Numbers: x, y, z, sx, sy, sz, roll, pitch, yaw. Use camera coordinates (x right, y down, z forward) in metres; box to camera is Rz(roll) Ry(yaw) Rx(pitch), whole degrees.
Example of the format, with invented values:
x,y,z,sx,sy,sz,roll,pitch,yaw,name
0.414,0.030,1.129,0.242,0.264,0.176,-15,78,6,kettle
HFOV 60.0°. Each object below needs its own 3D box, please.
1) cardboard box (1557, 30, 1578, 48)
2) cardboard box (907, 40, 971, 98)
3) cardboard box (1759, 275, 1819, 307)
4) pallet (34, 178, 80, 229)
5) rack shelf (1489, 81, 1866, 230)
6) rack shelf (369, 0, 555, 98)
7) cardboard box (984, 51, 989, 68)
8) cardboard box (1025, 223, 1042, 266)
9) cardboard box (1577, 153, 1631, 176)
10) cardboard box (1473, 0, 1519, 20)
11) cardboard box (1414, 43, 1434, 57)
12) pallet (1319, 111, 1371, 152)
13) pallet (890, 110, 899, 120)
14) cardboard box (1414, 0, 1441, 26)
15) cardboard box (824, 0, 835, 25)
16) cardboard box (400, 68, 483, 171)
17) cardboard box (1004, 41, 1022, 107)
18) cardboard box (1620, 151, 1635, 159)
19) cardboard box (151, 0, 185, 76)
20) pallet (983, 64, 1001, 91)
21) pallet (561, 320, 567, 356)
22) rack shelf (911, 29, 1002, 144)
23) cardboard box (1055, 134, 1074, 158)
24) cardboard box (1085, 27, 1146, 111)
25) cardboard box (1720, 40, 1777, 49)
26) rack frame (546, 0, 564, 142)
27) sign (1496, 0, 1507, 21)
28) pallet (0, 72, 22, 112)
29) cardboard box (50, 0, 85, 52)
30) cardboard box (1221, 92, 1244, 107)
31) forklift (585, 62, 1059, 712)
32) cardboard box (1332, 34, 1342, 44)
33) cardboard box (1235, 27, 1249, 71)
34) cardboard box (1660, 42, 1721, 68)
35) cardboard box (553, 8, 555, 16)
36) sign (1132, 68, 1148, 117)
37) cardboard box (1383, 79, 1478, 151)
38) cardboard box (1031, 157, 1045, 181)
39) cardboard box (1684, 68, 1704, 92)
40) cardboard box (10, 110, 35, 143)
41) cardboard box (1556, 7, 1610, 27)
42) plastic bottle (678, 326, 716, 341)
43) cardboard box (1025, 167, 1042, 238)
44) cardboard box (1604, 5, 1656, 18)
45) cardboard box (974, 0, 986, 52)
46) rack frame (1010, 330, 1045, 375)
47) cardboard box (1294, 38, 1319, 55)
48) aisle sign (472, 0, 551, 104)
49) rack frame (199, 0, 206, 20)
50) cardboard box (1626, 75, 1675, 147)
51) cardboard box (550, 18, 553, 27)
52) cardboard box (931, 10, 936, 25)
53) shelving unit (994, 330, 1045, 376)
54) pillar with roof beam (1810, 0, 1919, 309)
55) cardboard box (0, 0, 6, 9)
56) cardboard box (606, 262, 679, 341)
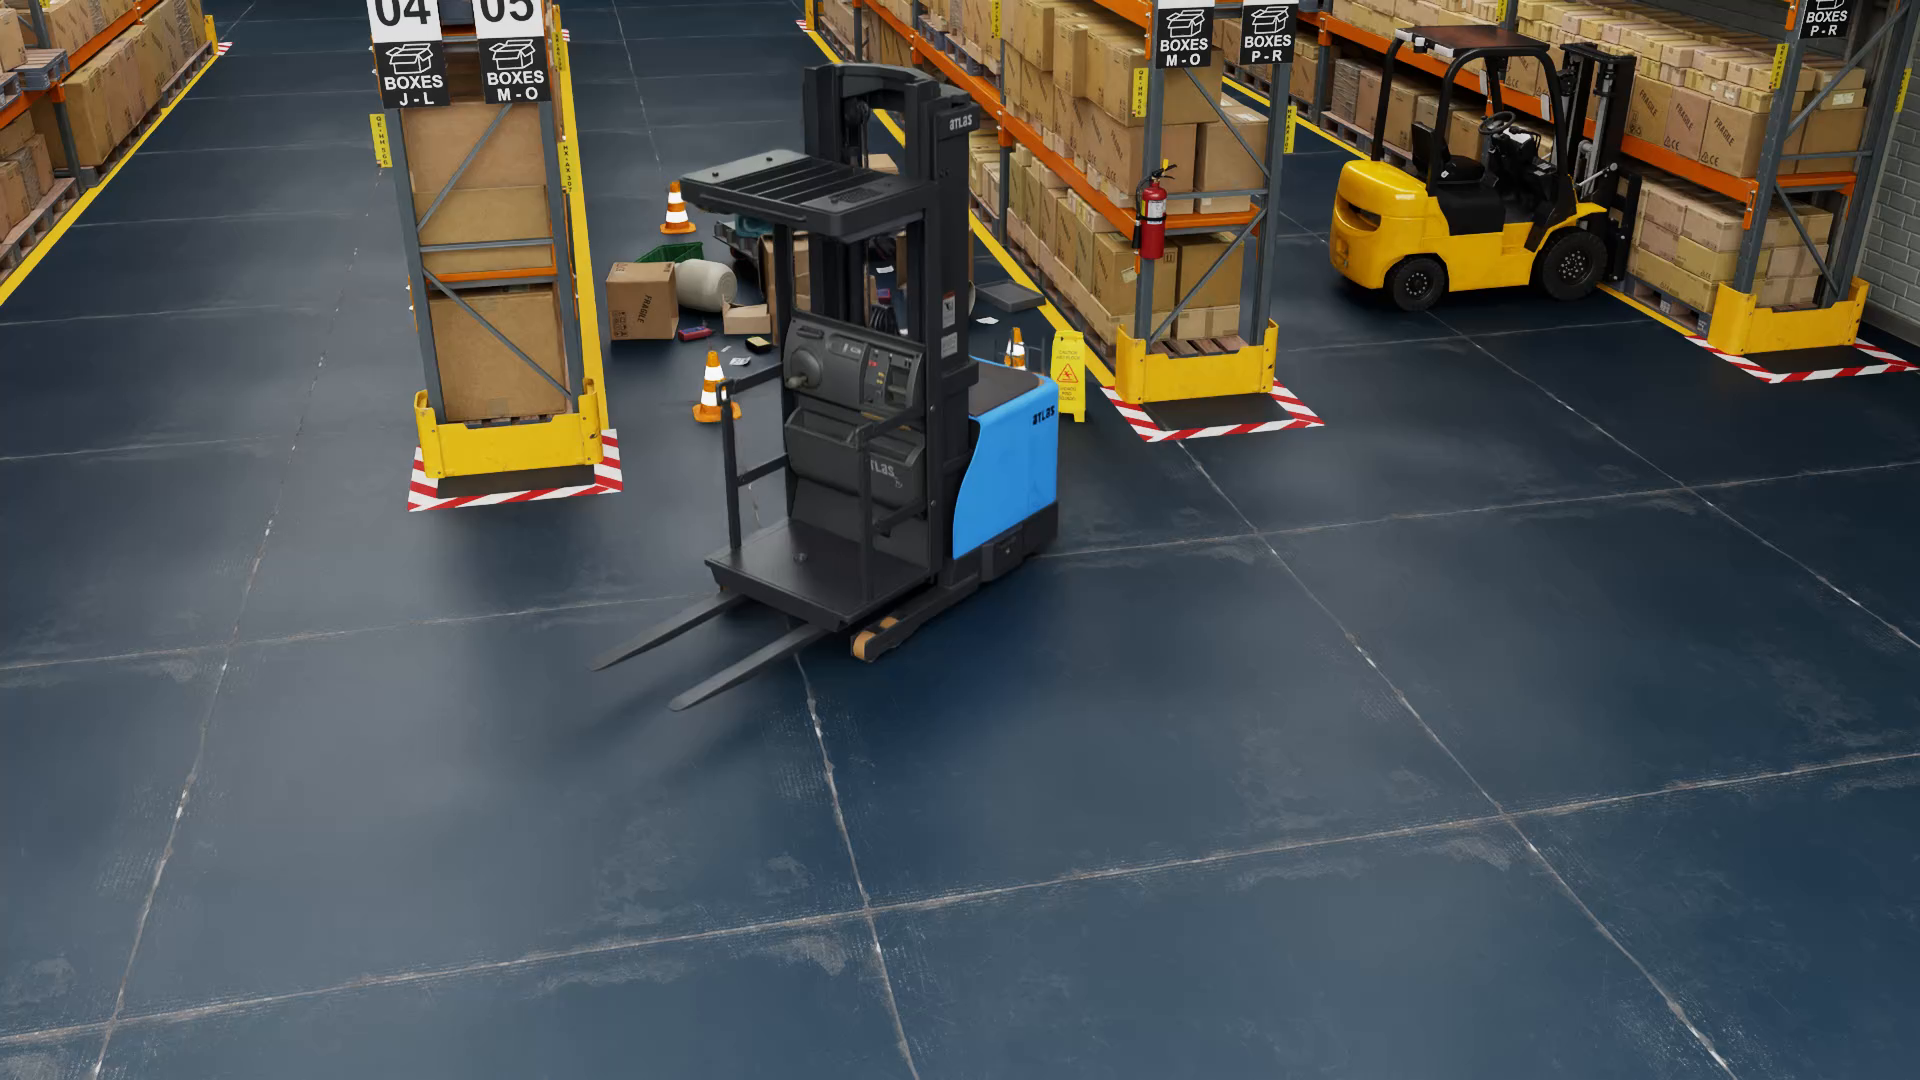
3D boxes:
x,y,z,sx,sy,sz,roll,pitch,yaw,name
5.649,-4.522,15.049,0.380,0.149,0.250,-5,27,-10,cardboard box
-0.107,-5.496,19.702,0.875,0.875,0.875,-6,27,-12,cardboard box
6.686,-2.135,13.736,0.500,0.250,0.500,-6,27,-11,cardboard box
-9.512,-3.351,16.655,1.003,0.211,1.213,-6,27,-12,pallet
6.156,-3.496,14.646,1.077,0.370,4.000,-6,27,-12,rack shelf
-3.480,-3.783,11.885,1.077,0.370,4.000,-6,27,-12,rack shelf
0.443,-4.580,15.809,0.380,0.149,0.250,-7,28,-13,cardboard box
0.871,-2.630,14.717,0.500,0.250,0.500,-4,27,-9,cardboard box
5.737,-3.415,15.162,0.500,0.250,0.500,-5,27,-10,cardboard box
5.336,-5.268,16.528,0.380,0.149,0.250,-6,27,-12,cardboard box
5.136,-5.264,17.517,0.500,0.250,0.500,-6,27,-11,cardboard box
4.951,-4.841,19.607,1.003,0.211,1.213,-6,27,-12,pallet
-0.407,-5.589,21.089,1.003,0.211,1.213,-6,27,-12,pallet
5.113,-5.491,17.412,0.500,0.250,0.500,-5,27,-11,cardboard box
-1.588,-8.222,25.588,0.875,0.438,0.875,-7,28,-13,cardboard box
-3.289,-2.835,11.172,0.875,0.550,0.550,-6,27,-12,cardboard box
0.697,-4.146,14.693,0.500,0.500,0.500,-6,27,-12,cardboard box
6.234,-3.461,15.254,0.500,0.250,0.500,-6,27,-11,cardboard box
-10.862,-6.627,21.943,0.875,0.875,0.875,-6,27,-12,cardboard box
0.839,-4.454,15.959,1.003,0.211,1.213,-6,27,-12,pallet
-3.557,-1.519,13.026,1.003,0.211,1.213,-6,27,-12,pallet
0.419,-4.746,17.123,1.077,0.370,4.000,-6,27,-12,rack shelf
0.991,-3.236,13.612,0.380,0.149,0.250,-6,27,-12,cardboard box
1.337,-3.482,12.270,0.700,0.500,0.500,-6,27,-11,cardboard box
6.514,-4.032,13.747,0.380,0.149,0.250,-5,27,-10,cardboard box
-4.832,-5.399,17.617,1.000,3.000,0.127,-6,27,-12,rack frame
5.178,-5.117,15.863,0.100,0.325,0.005,-6,27,-12,sign
-9.201,-3.989,15.037,1.003,0.211,1.213,-6,27,-12,pallet
-9.650,-5.451,17.610,0.500,0.500,0.500,-7,28,-13,cardboard box
1.815,-3.074,12.571,0.500,0.500,0.500,-5,27,-10,cardboard box
-0.711,-0.903,8.786,1.130,2.935,3.031,20,33,34,forklift
4.822,-6.293,20.978,0.380,0.149,0.250,-6,27,-11,cardboard box
4.030,-6.591,22.288,0.500,0.500,0.500,-7,28,-13,cardboard box
5.999,-3.979,13.644,0.380,0.149,0.250,-5,27,-10,cardboard box
-6.086,-7.667,24.150,0.380,0.149,0.250,-7,28,-13,cardboard box
1.226,-3.044,11.316,0.100,0.325,0.005,-6,27,-12,sign
5.237,-4.722,18.446,0.875,0.625,0.625,-7,28,-14,cardboard box
0.827,-3.201,14.297,0.380,0.149,0.250,-5,27,-10,cardboard box
6.125,-3.737,13.493,0.380,0.149,0.250,-6,27,-12,cardboard box
-9.507,-4.063,16.425,0.500,0.250,0.500,-5,27,-9,cardboard box
5.701,-4.776,15.222,0.380,0.149,0.250,-6,27,-13,cardboard box
-2.138,-1.685,13.520,0.283,0.061,0.133,-16,31,-29,plastic bottle
0.872,-2.964,14.547,0.500,0.500,0.500,-5,27,-10,cardboard box
6.160,-4.824,15.317,0.380,0.149,0.250,-6,27,-12,cardboard box
0.429,-4.952,15.824,0.500,0.500,0.500,-6,27,-11,cardboard box
0.409,-0.714,10.334,0.240,1.200,0.006,17,31,30,rack frame
4.354,-6.120,20.635,0.380,0.149,0.250,-7,28,-14,cardboard box
-2.721,-3.046,10.072,0.394,0.787,0.004,-6,27,-12,aisle sign
-11.490,-8.451,23.665,1.000,3.000,0.127,-6,27,-12,rack frame
6.016,-3.627,13.996,0.500,0.500,0.500,-6,27,-13,cardboard box
-4.245,-4.834,16.388,0.500,0.500,0.500,-6,27,-12,cardboard box
-0.092,-5.607,17.843,0.380,0.149,0.250,-8,28,-15,cardboard box
0.358,-0.680,10.266,0.258,1.200,0.189,17,31,30,shelving unit
3.133,-5.578,11.314,9.100,9.000,0.400,-6,27,-12,pillar with roof beam
-9.526,-4.938,16.128,0.500,0.500,0.500,-9,28,-18,cardboard box
-2.581,-1.951,13.557,0.500,0.500,0.500,-1,27,-3,cardboard box
